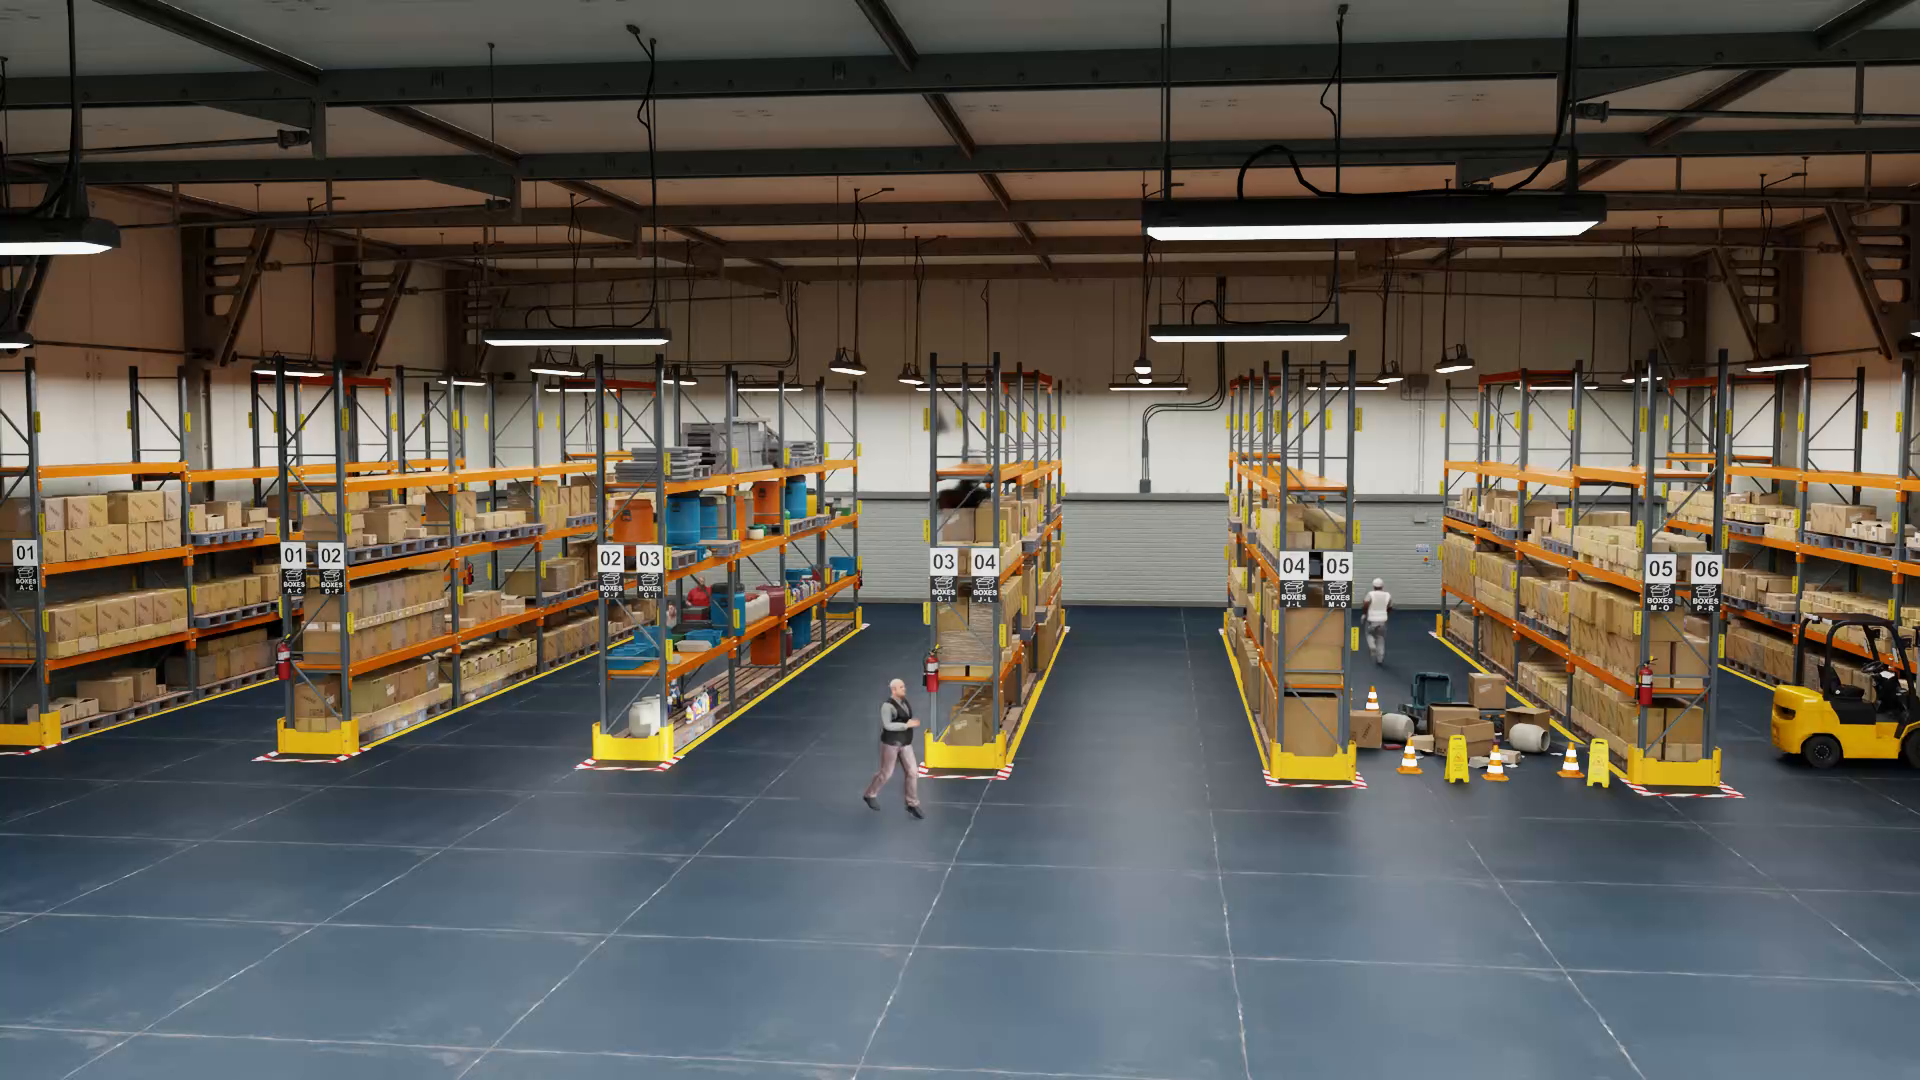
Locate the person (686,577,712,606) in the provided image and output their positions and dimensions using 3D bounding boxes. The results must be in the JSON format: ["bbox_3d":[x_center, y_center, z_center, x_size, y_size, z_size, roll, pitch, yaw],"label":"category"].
[{"bbox_3d":[-5.547,1.650,35.773,0.672,1.735,0.814,0,4,-1],"label":"person"}]

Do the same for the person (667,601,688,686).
[{"bbox_3d":[-5.457,1.956,32.099,0.602,1.625,1.003,1,4,11],"label":"person"}]

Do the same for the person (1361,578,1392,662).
[{"bbox_3d":[8.703,1.664,34.825,0.677,1.731,0.671,0,4,-2],"label":"person"}]

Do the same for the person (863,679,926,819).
[{"bbox_3d":[-0.835,2.629,21.105,0.907,1.753,0.635,3,5,36],"label":"person"}]
